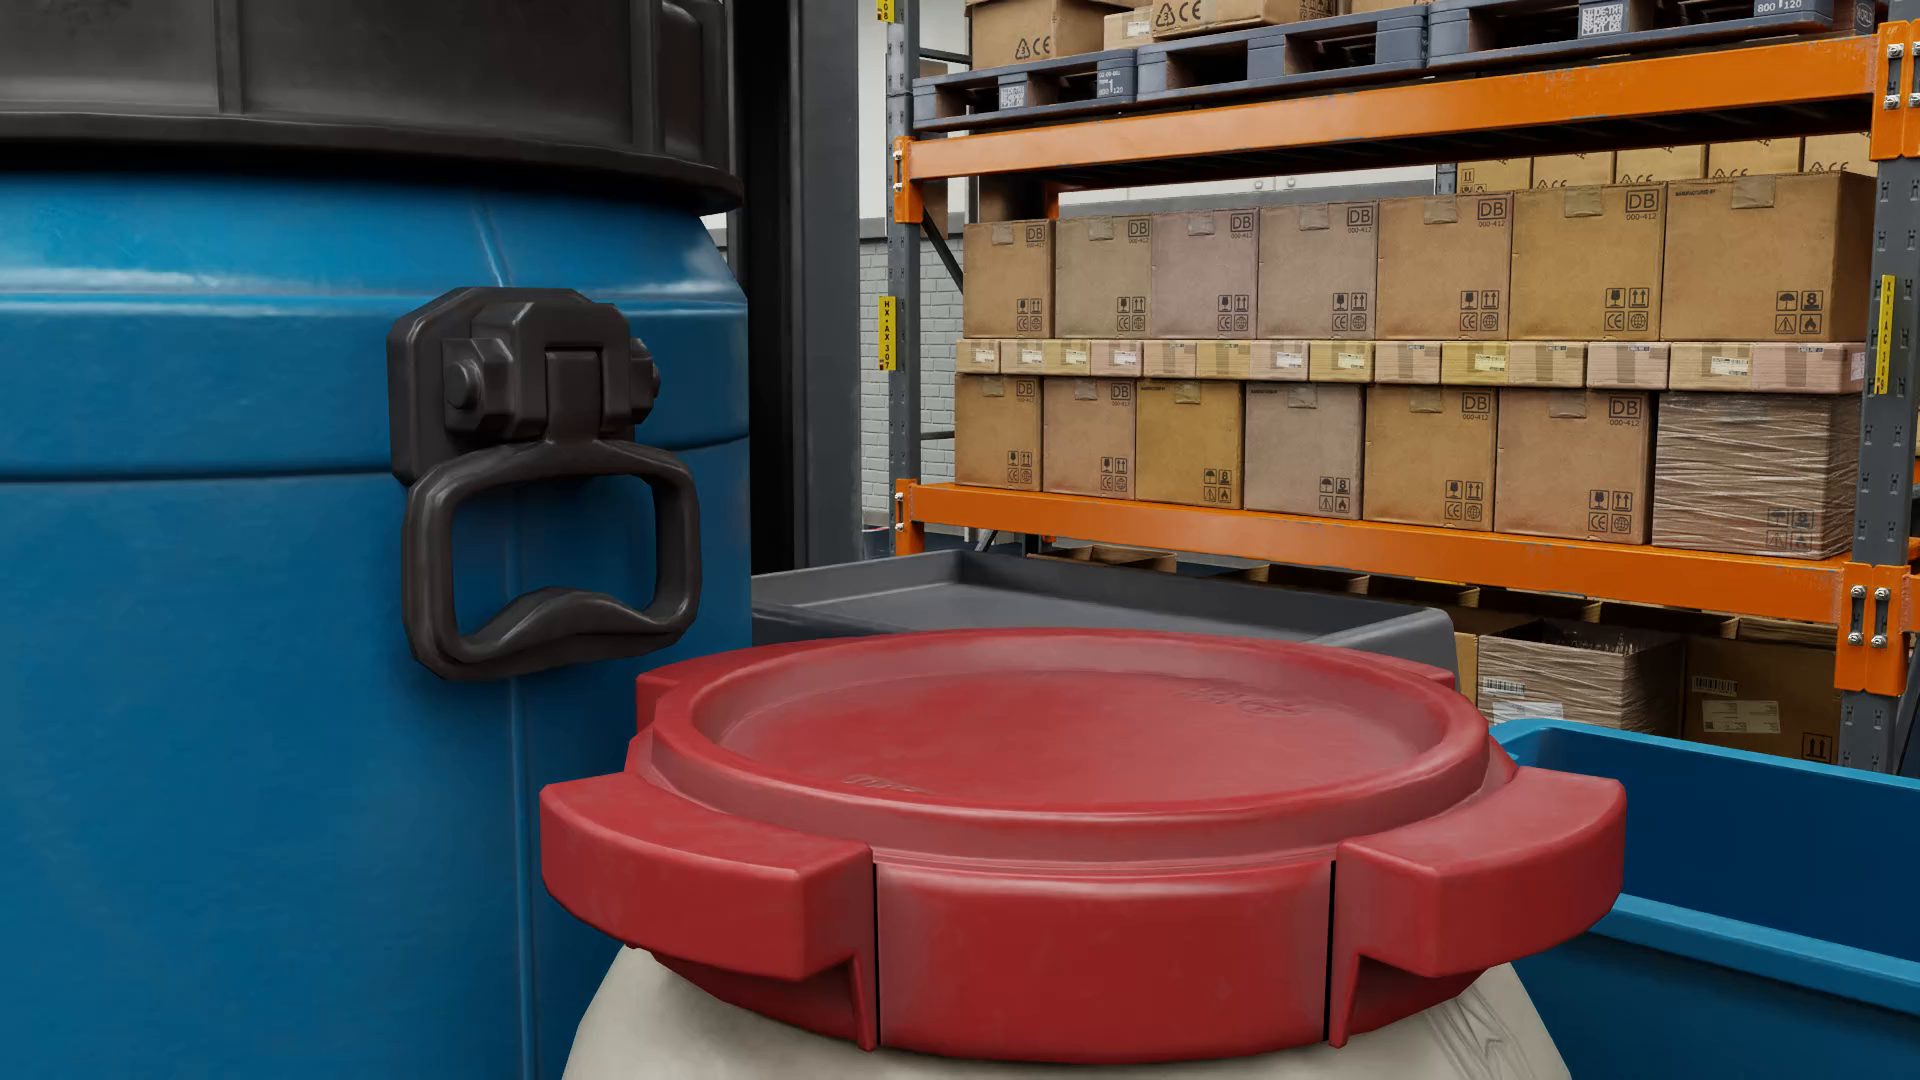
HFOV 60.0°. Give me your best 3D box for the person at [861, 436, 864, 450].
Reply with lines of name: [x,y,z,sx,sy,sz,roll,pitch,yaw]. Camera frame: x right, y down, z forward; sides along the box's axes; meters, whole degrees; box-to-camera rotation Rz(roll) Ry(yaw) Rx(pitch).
person: [-0.852,-0.097,9.937,0.450,1.687,0.539,7,10,44]
